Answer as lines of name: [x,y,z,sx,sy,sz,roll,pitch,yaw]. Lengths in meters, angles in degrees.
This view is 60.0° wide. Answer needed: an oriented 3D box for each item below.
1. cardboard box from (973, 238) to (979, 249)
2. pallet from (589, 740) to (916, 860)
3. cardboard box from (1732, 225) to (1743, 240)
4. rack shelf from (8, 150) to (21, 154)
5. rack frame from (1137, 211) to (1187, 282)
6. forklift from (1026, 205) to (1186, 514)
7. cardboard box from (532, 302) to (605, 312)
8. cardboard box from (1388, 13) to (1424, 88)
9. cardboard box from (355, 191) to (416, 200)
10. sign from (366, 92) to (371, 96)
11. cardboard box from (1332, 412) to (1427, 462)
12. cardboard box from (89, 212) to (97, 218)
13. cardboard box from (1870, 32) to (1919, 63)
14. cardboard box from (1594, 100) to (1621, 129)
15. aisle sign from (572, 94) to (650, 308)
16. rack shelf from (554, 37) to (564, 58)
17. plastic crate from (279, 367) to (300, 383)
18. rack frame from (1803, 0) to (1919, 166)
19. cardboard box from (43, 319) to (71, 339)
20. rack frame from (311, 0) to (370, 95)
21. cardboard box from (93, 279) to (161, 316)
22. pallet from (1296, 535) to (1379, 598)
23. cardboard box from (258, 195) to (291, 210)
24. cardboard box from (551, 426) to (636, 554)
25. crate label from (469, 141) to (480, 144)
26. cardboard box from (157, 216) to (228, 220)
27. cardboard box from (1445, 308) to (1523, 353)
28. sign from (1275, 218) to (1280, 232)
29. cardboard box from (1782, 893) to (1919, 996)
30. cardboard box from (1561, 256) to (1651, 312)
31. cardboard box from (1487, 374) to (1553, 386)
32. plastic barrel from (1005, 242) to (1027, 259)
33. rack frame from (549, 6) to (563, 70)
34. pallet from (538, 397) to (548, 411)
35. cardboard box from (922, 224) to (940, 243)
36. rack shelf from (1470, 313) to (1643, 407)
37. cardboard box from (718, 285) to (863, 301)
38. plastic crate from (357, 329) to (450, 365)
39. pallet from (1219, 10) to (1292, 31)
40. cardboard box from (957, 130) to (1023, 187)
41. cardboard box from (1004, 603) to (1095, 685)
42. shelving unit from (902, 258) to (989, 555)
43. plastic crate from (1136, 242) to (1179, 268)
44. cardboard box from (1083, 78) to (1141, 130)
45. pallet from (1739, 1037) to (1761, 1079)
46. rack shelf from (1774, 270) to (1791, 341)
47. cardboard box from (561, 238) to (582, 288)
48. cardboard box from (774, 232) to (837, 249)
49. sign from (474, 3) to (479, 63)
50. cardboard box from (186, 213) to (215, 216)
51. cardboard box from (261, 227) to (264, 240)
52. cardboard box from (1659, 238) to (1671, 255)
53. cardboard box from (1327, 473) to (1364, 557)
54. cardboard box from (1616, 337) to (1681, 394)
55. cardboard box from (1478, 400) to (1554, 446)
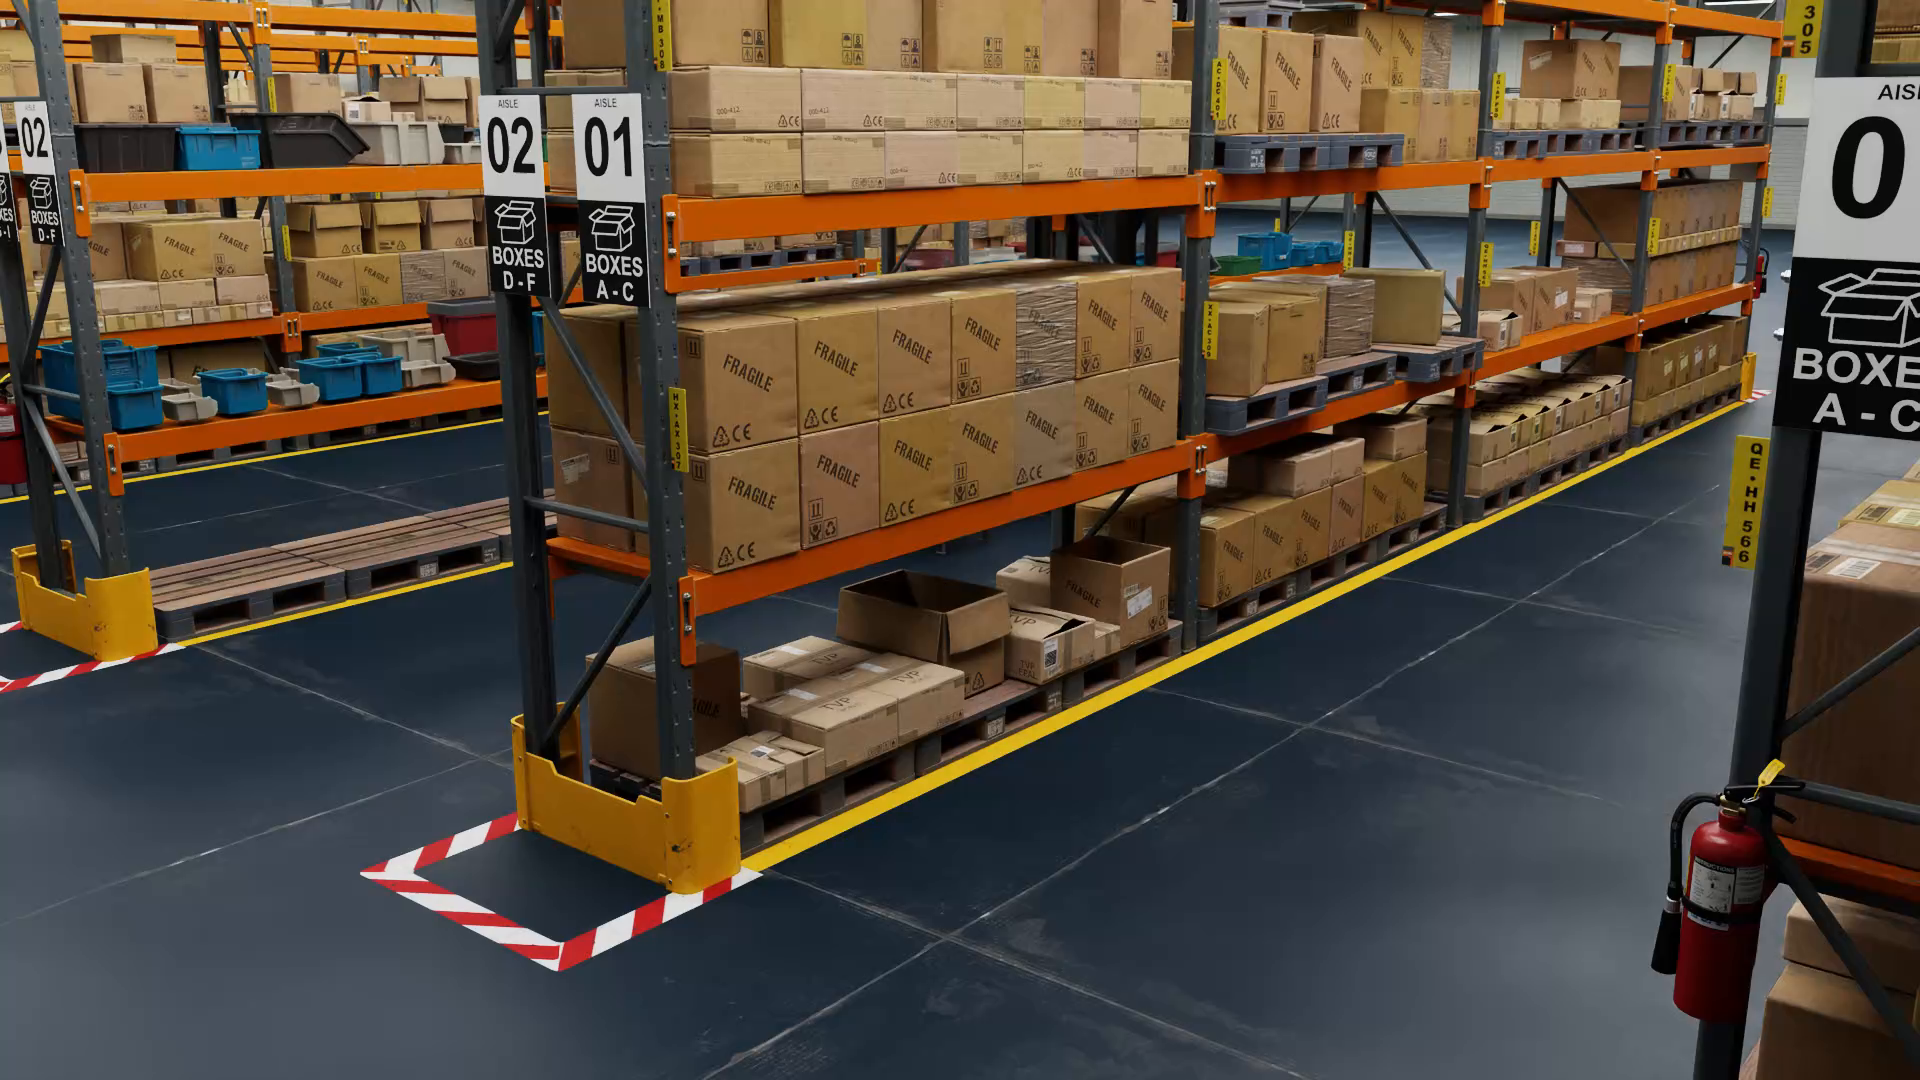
cardboard box: [0.045,-4.240,23.730,0.380,0.149,0.250,11,18,38]
pallet: [-0.969,1.092,7.896,1.003,0.211,1.213,11,18,38]
cardboard box: [8.447,-3.416,18.459,0.380,0.149,0.250,11,18,37]
rack shelf: [-11.757,-3.901,17.255,1.077,0.370,4.000,11,18,38]
rack frame: [2.175,-3.157,18.960,1.000,3.000,0.127,11,18,38]
forklift: [1.279,-1.925,14.247,1.130,2.935,3.031,9,17,32]
cardboard box: [-4.642,-2.203,18.664,1.225,0.875,0.875,10,17,35]
cardboard box: [2.911,-3.431,11.710,0.500,0.500,0.500,11,18,38]
cardboard box: [-7.696,-4.562,22.256,0.700,0.500,0.500,11,18,37]
sign: [-7.565,-5.565,21.294,0.100,0.325,0.005,11,18,38]
cardboard box: [3.074,-0.762,12.192,0.500,0.250,0.500,12,19,40]
cardboard box: [-12.632,-4.529,23.648,0.500,0.250,0.500,11,18,36]
cardboard box: [2.592,-1.141,4.177,0.500,0.250,0.500,12,19,39]
cardboard box: [5.630,-3.858,15.078,0.500,0.250,0.500,14,20,43]
aisle sign: [-1.332,-1.294,6.343,0.394,0.787,0.004,11,18,38]
rack shelf: [-2.935,-5.906,19.868,1.077,0.370,4.000,11,18,38]
plastic crate: [-4.475,-1.115,11.333,0.298,0.136,0.250,11,18,38]
rack frame: [2.338,-2.234,3.140,1.000,3.000,0.127,11,18,38]
cardboard box: [-7.774,-1.816,14.189,0.380,0.149,0.250,11,18,36]
rack frame: [-7.986,-6.852,21.321,1.000,3.000,0.127,11,18,38]
cardboard box: [-7.423,-2.141,14.659,0.500,0.250,0.500,12,18,39]
pallet: [2.245,0.097,11.812,1.003,0.211,1.213,11,18,38]
cardboard box: [-10.786,-5.342,25.898,0.500,0.500,0.500,12,18,38]
cardboard box: [-1.447,-0.268,7.384,0.500,0.500,0.500,12,19,39]
crate label: [-3.386,-2.902,12.399,0.293,0.136,0.466,11,18,38]
cardboard box: [-7.206,-2.775,15.630,0.500,0.500,0.500,11,18,38]
cardboard box: [4.224,-1.722,13.491,0.500,0.311,0.500,11,18,37]
sign: [4.263,-4.144,22.280,0.100,0.325,0.005,11,18,38]
cardboard box: [2.639,1.165,4.851,0.380,0.149,0.250,11,18,37]
cardboard box: [6.299,-2.525,16.266,0.700,0.500,0.500,11,18,36]
cardboard box: [5.253,-1.397,15.624,0.500,0.311,0.500,11,18,37]
plastic barrel: [0.670,-2.851,17.476,0.433,0.535,0.433,0,14,0]
rack frame: [-4.192,-6.066,18.223,1.000,3.000,0.127,11,18,38]
pallet: [-4.746,-1.667,18.756,1.003,0.211,1.213,11,18,38]
cardboard box: [-0.769,-4.395,23.023,0.875,0.500,0.500,11,18,38]
rack shelf: [4.768,-1.659,14.521,1.077,0.370,4.000,11,18,38]
cardboard box: [-0.812,-0.950,8.036,0.500,0.500,0.500,12,18,39]
plastic crate: [-3.957,-1.333,11.897,0.437,0.282,0.530,11,18,38]
pallet: [3.438,-6.177,19.856,1.003,0.211,1.213,11,18,38]
cardboard box: [-0.050,-1.819,7.903,0.500,0.250,0.500,11,18,38]
cardboard box: [0.388,0.528,9.018,0.500,0.311,0.500,11,18,38]
shelving unit: [-0.104,-0.986,12.240,0.431,2.100,0.503,11,18,38]
plastic crate: [2.108,-3.048,18.401,0.402,0.464,0.583,11,18,38]
cardboard box: [0.586,-2.251,8.590,0.500,0.250,0.500,11,18,38]
pallet: [2.780,1.860,4.872,1.003,0.211,1.213,11,18,38]
rack shelf: [3.595,-0.814,5.106,1.077,0.370,4.000,11,18,38]
cardboard box: [-4.309,-3.074,18.426,0.500,0.500,0.500,12,19,39]
cardboard box: [-2.286,-4.288,21.338,1.000,1.000,1.000,11,18,38]
sign: [-1.936,-2.065,6.768,0.100,0.325,0.005,11,18,38]
cardboard box: [-9.412,-3.957,20.557,0.380,0.149,0.250,11,18,37]
cardboard box: [-8.752,-3.758,20.378,0.380,0.149,0.250,12,18,39]
cardboard box: [6.827,-2.923,16.515,0.380,0.149,0.250,11,18,37]
cardboard box: [2.455,-0.210,11.540,0.500,0.500,0.500,10,18,35]
cardboard box: [6.868,-1.762,16.675,0.500,0.500,0.500,11,18,38]
cardboard box: [4.714,-1.021,14.142,0.500,0.311,0.500,11,18,36]
